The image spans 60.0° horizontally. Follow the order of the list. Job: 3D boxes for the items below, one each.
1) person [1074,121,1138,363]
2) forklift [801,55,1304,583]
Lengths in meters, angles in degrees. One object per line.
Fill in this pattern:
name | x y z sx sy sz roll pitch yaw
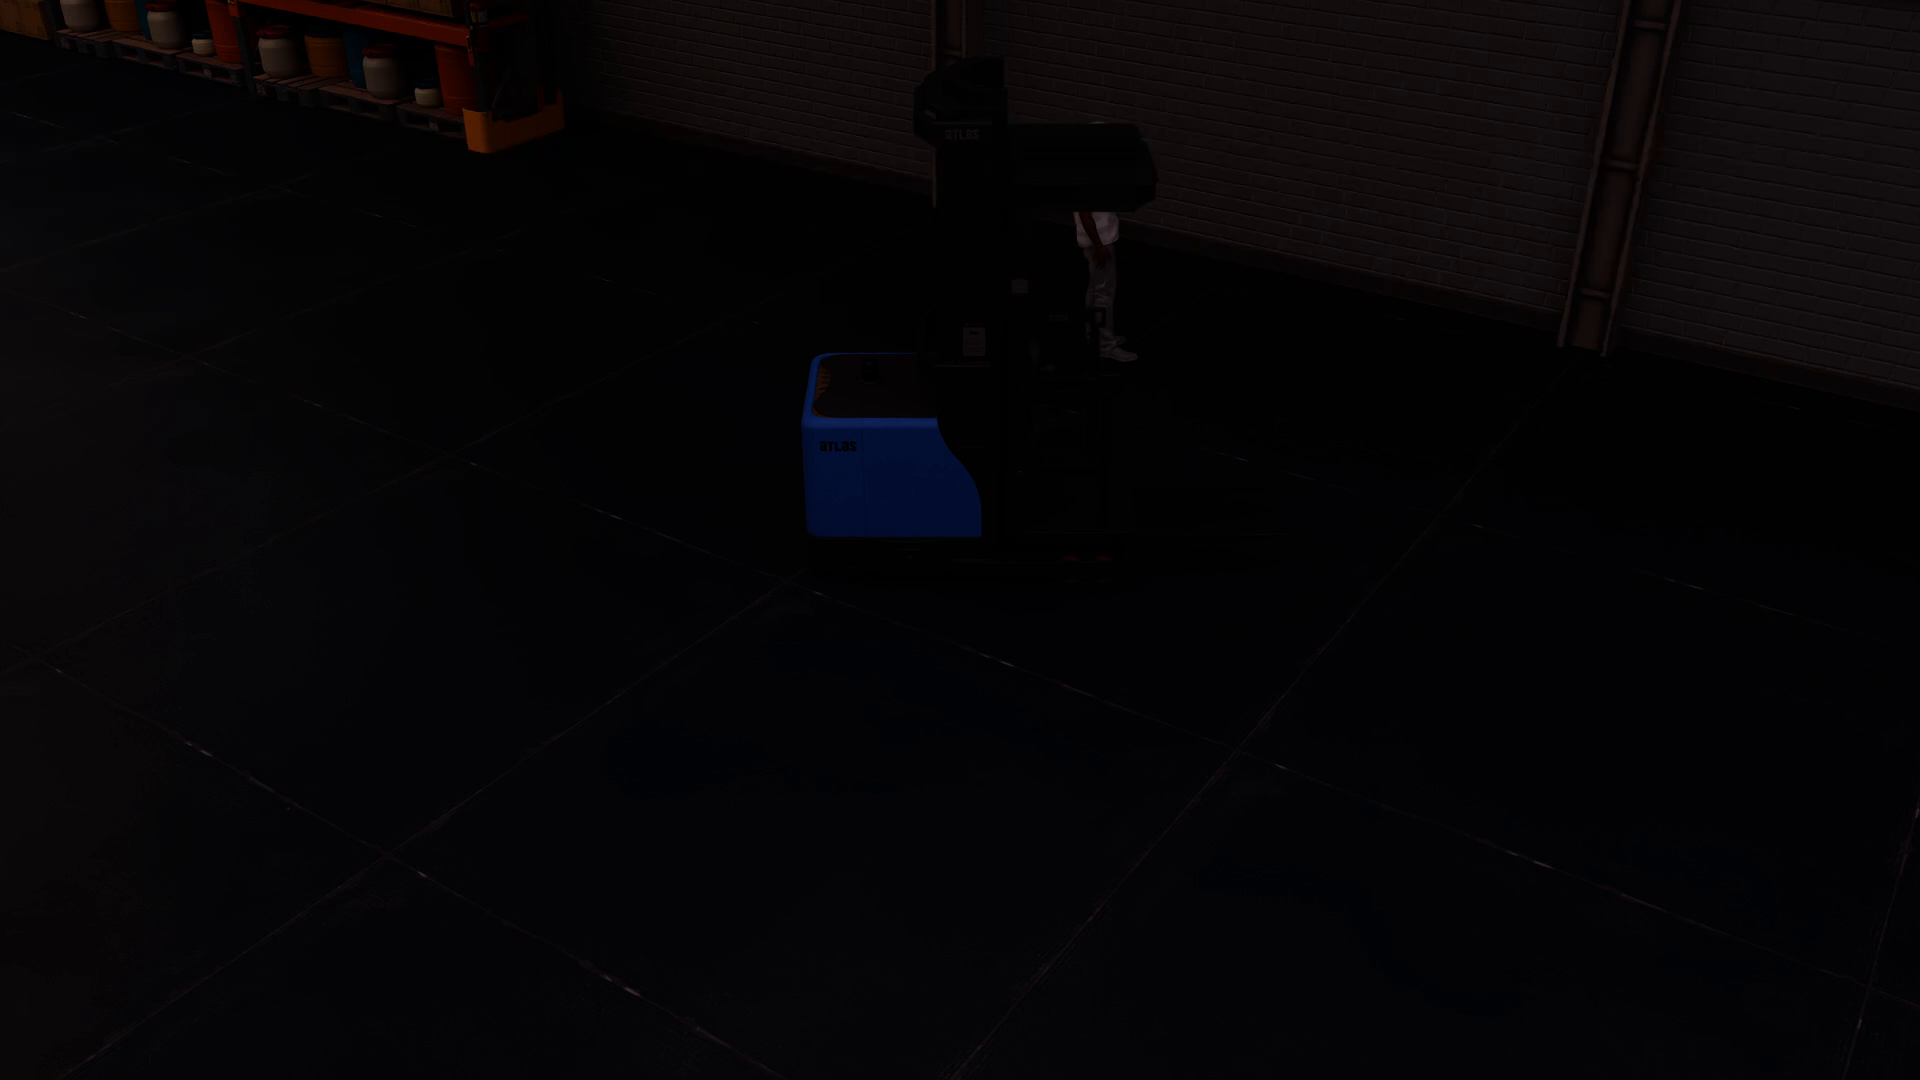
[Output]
person | 1.136 -2.296 12.681 0.579 1.765 0.666 5 31 8
forklift | 0.579 -1.275 9.777 3.031 2.935 1.130 0 30 0
